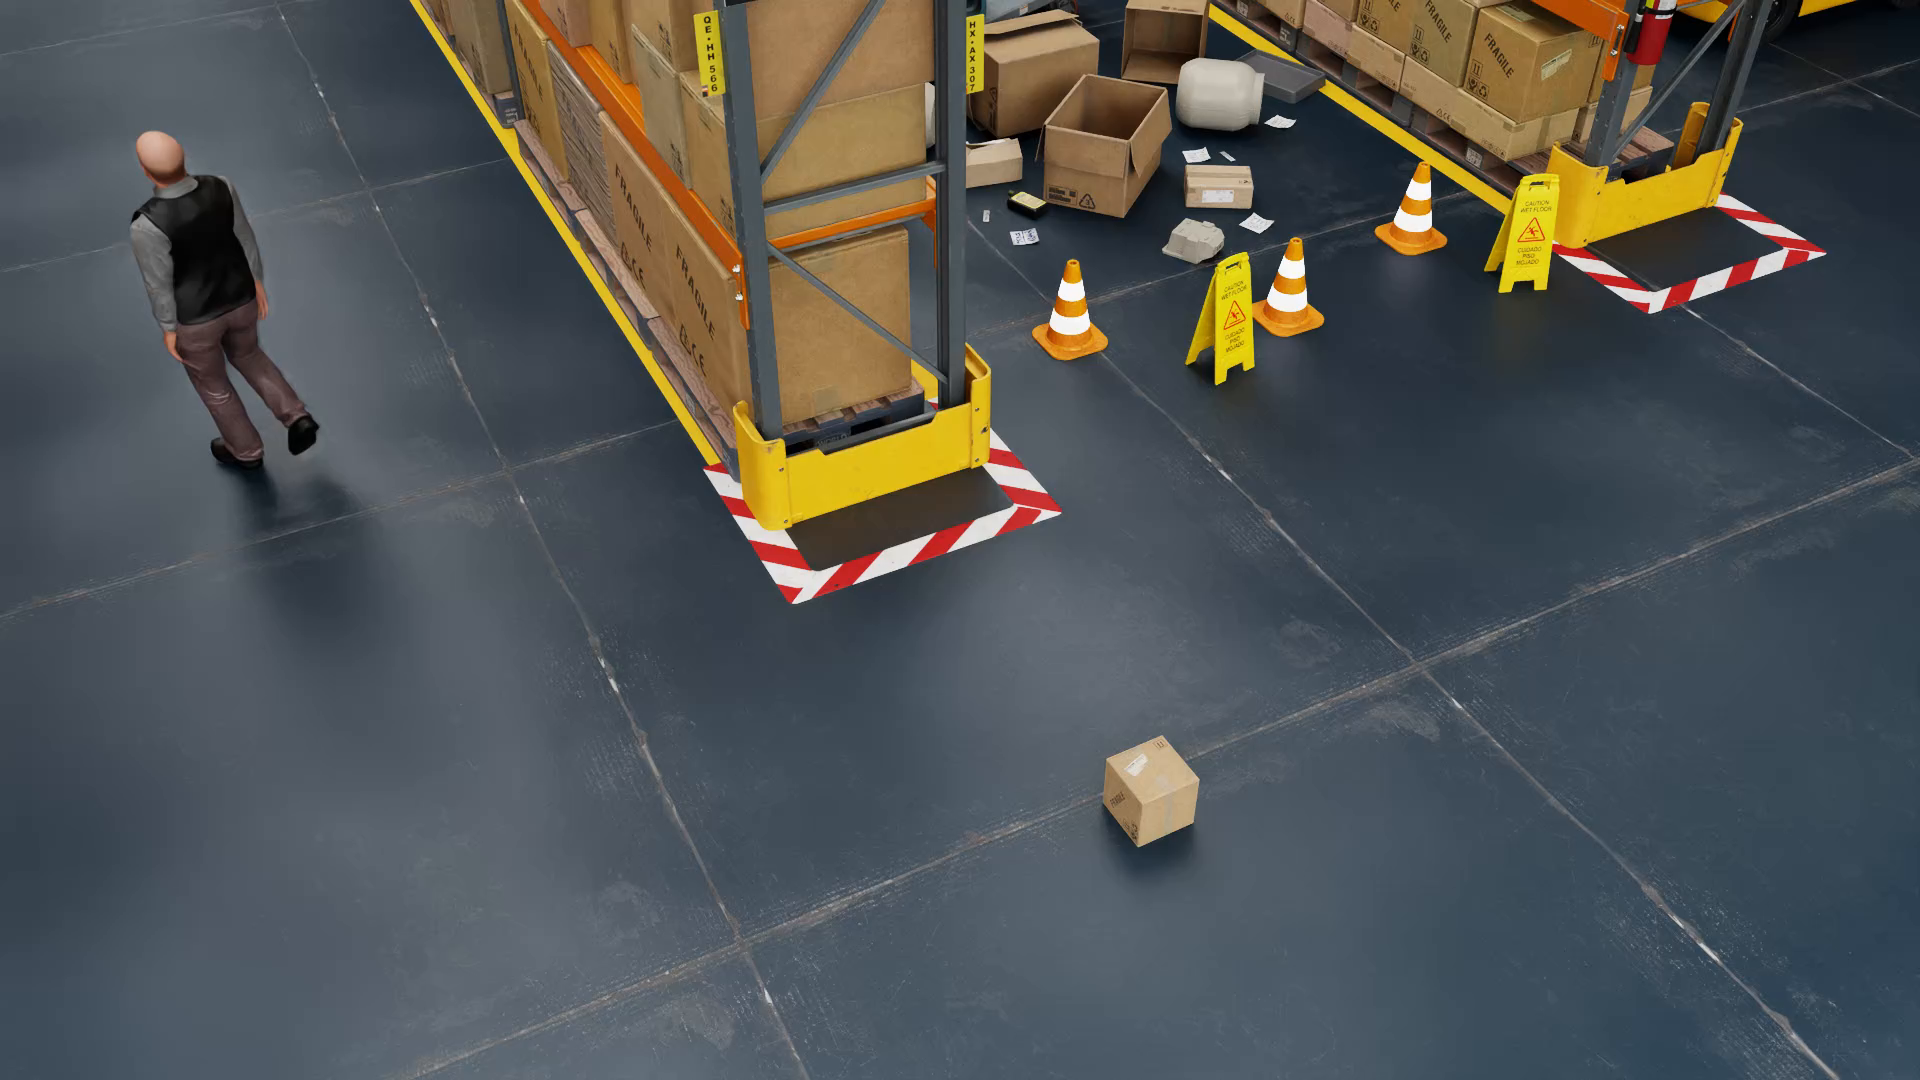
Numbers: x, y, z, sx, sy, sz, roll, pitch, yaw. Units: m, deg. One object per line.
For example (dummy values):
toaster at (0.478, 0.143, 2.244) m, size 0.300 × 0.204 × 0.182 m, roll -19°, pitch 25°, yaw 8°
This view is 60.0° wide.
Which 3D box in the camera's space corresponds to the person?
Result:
person at (-3.274, -1.019, 7.321) m, size 0.591 × 1.710 × 0.540 m, roll 23°, pitch 46°, yaw 24°
